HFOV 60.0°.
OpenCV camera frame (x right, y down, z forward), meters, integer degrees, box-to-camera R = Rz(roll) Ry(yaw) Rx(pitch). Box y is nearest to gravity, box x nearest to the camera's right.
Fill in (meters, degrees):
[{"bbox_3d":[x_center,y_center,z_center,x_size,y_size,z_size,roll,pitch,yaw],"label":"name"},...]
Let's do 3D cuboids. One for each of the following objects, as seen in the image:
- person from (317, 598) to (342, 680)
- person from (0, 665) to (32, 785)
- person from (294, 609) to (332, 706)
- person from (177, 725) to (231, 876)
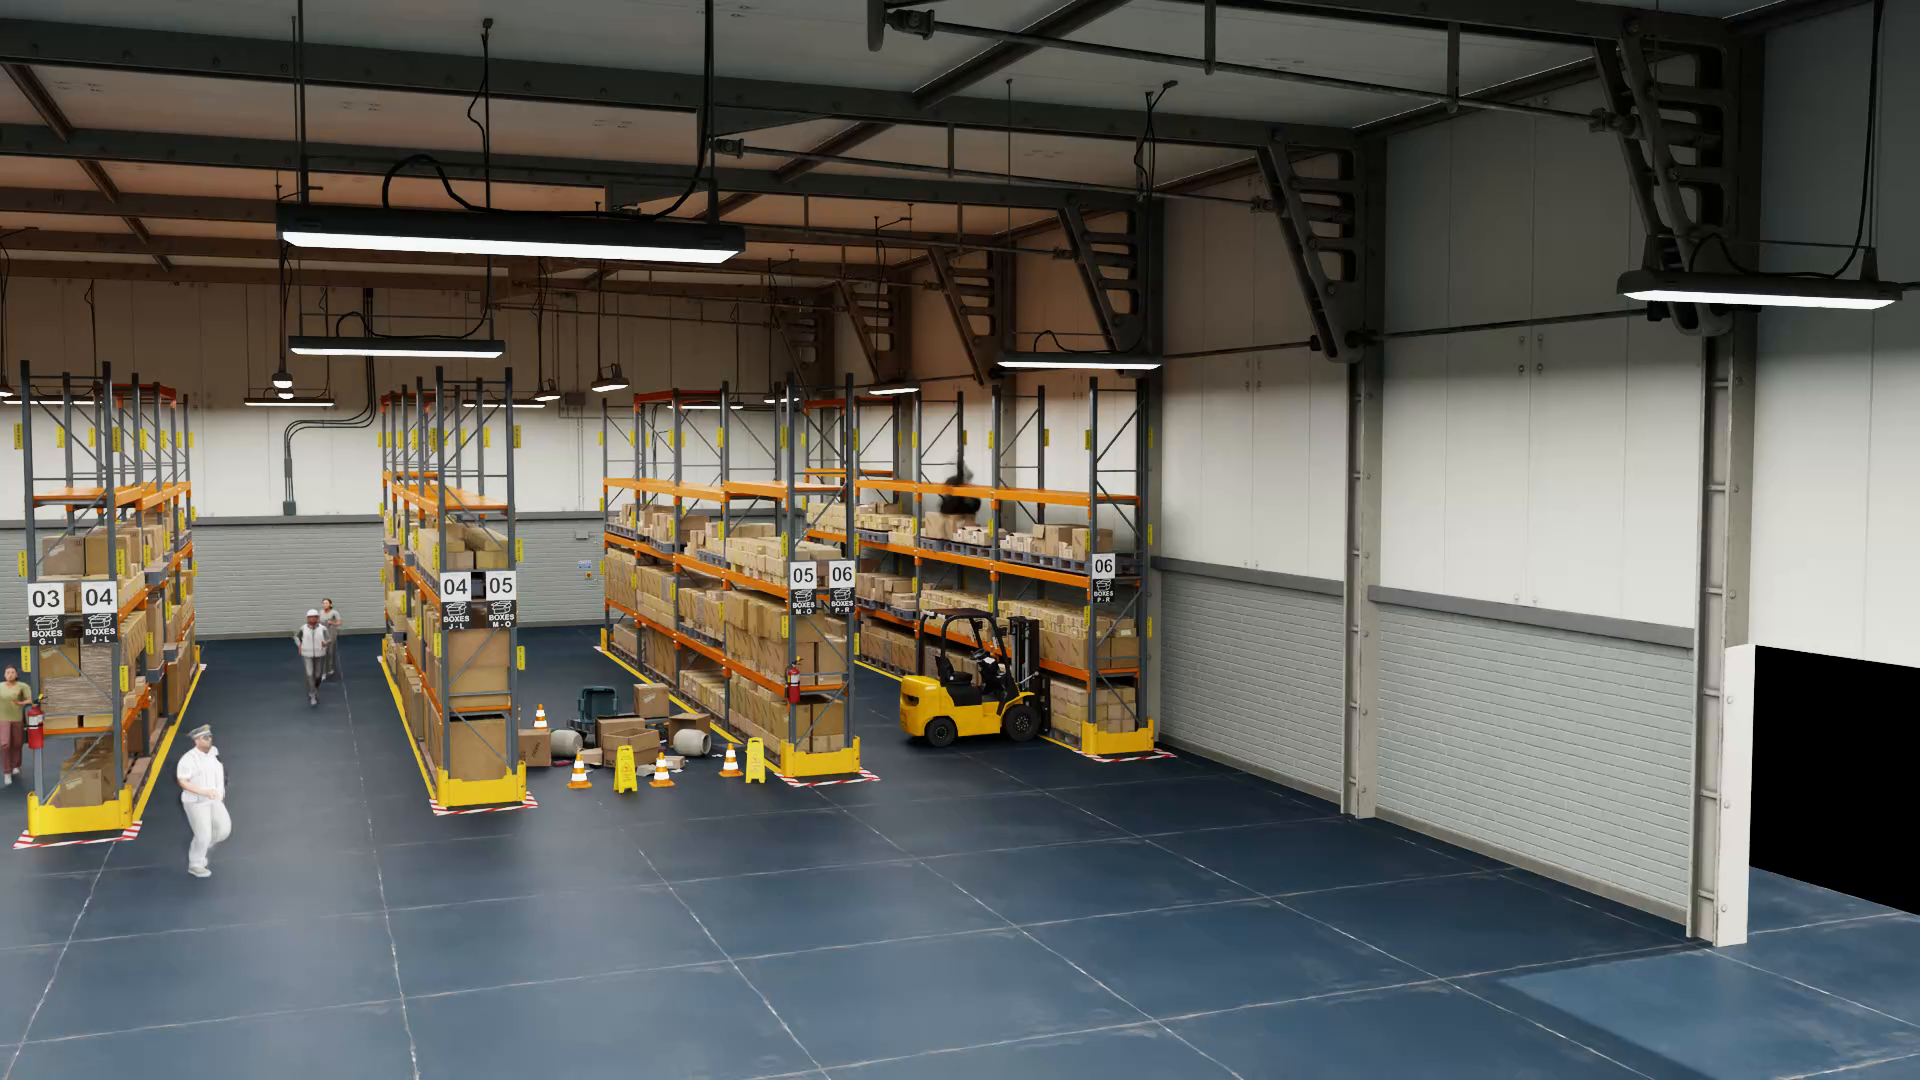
[{"bbox_3d":[-13.266,2.075,34.994,0.539,1.730,0.762,-1,3,-11],"label":"person"},{"bbox_3d":[-13.918,2.677,24.423,0.565,1.704,0.808,-2,4,-31],"label":"person"},{"bbox_3d":[-12.313,2.206,31.672,0.662,1.782,0.954,-2,4,-27],"label":"person"},{"bbox_3d":[-8.676,2.980,19.144,0.611,1.740,0.698,1,4,18],"label":"person"}]
